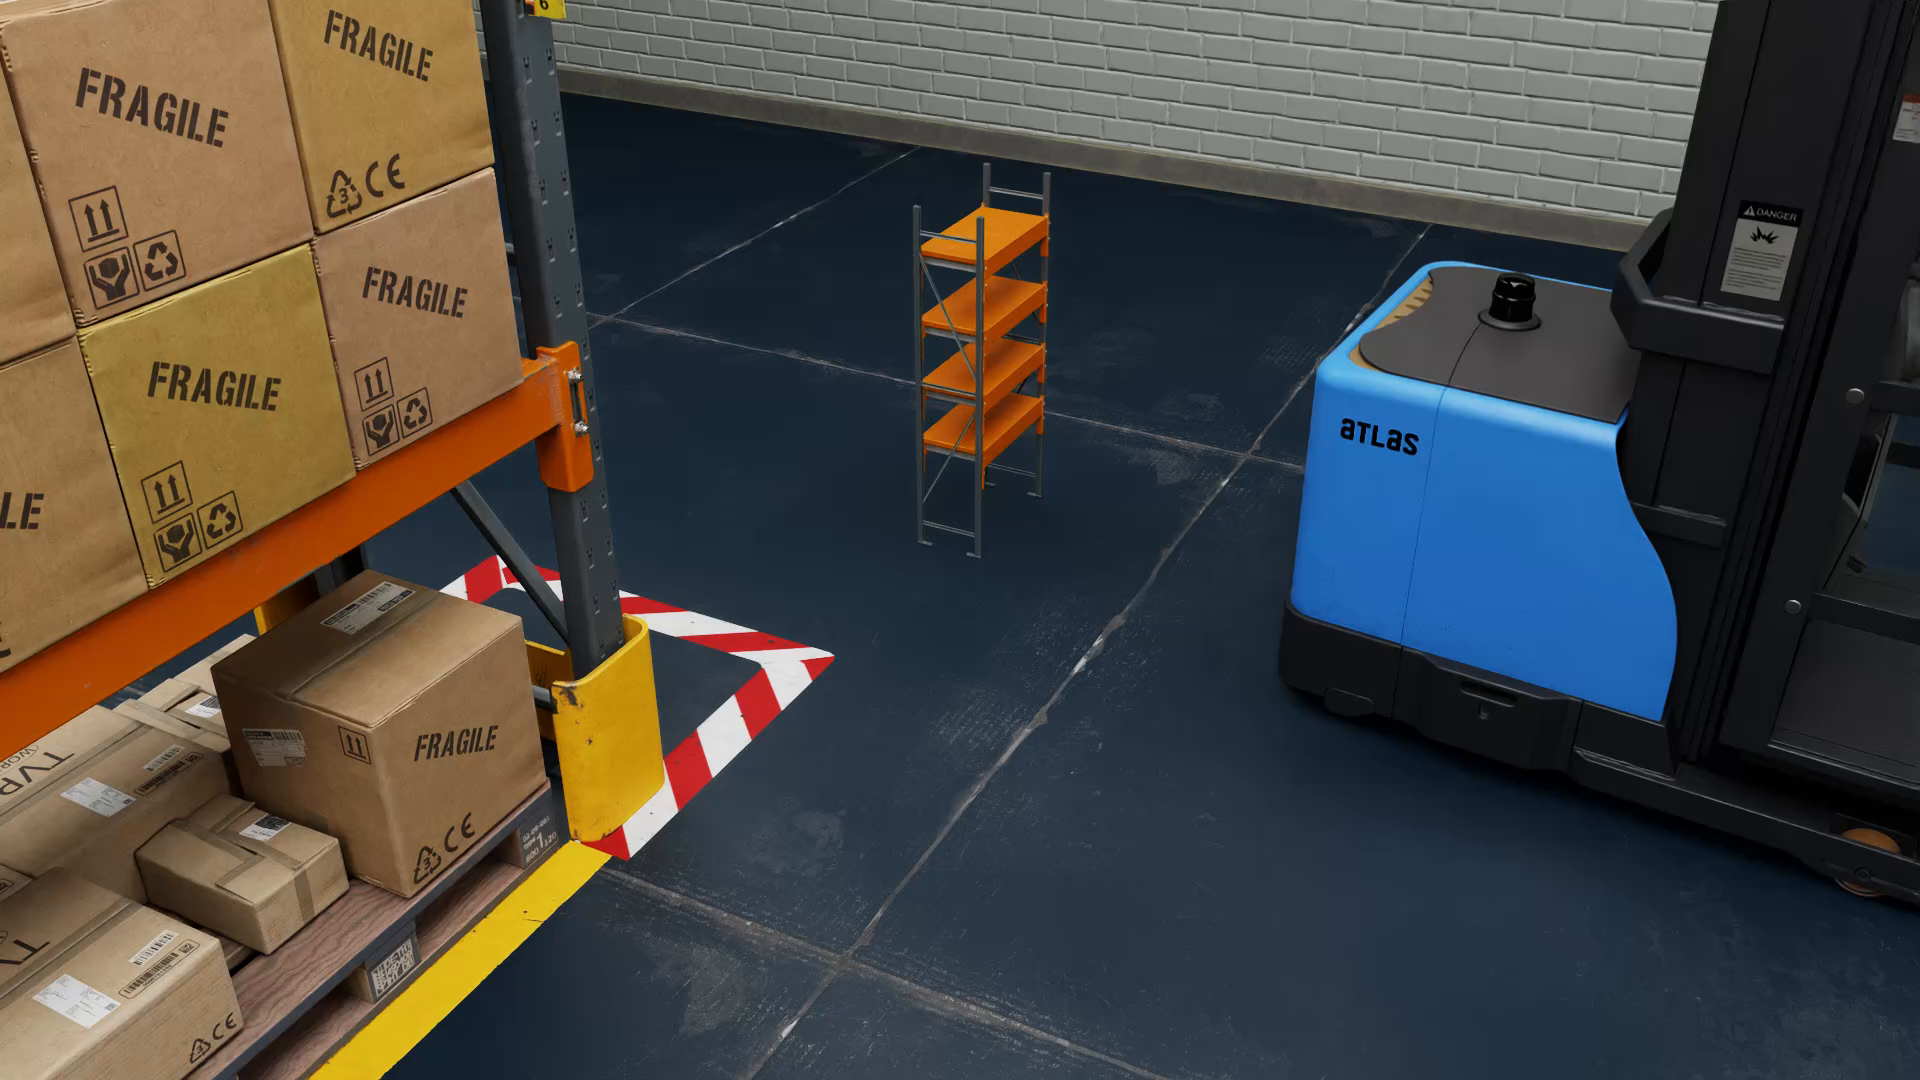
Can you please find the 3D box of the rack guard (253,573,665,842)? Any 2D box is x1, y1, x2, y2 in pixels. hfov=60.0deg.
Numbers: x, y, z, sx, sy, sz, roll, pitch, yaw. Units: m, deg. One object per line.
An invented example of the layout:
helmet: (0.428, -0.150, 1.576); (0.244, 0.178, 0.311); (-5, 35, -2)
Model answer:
rack guard: (-1.390, 0.379, 4.587); (1.175, 0.500, 0.348); (14, 33, 23)

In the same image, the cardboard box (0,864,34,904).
cardboard box: (-2.312, 0.883, 3.519); (0.500, 0.250, 0.500); (14, 33, 23)

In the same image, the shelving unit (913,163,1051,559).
shelving unit: (0.075, -0.594, 5.579); (0.258, 1.200, 0.503); (14, 33, 23)

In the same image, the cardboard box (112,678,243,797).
cardboard box: (-1.966, 0.518, 4.239); (0.380, 0.166, 0.250); (14, 33, 23)

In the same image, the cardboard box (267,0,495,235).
cardboard box: (-1.314, -0.955, 3.297); (0.500, 0.500, 0.500); (14, 33, 23)

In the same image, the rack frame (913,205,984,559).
rack frame: (-0.036, -0.486, 5.391); (0.240, 1.200, 0.015); (14, 33, 23)

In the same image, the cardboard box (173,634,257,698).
cardboard box: (-1.853, 0.415, 4.436); (0.380, 0.149, 0.250); (14, 33, 23)

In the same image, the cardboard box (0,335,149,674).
cardboard box: (-1.783, -0.071, 2.760); (0.500, 0.500, 0.500); (15, 33, 24)

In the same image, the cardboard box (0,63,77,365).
cardboard box: (-1.775, -0.500, 2.505); (0.500, 0.500, 0.500); (15, 33, 25)

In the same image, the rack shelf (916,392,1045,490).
rack shelf: (0.075, -0.363, 5.711); (0.258, 0.148, 0.480); (14, 33, 23)

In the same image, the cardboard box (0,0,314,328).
cardboard box: (-1.543, -0.731, 2.907); (0.500, 0.500, 0.500); (15, 33, 25)

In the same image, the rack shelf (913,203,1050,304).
rack shelf: (0.075, -0.934, 5.383); (0.258, 0.148, 0.480); (14, 33, 23)

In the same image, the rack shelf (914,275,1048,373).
rack shelf: (0.075, -0.729, 5.501); (0.258, 0.148, 0.480); (14, 33, 23)

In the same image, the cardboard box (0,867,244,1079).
cardboard box: (-1.844, 0.975, 3.360); (0.500, 0.250, 0.500); (14, 33, 23)

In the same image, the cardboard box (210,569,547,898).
cardboard box: (-1.384, 0.452, 4.019); (0.500, 0.500, 0.500); (14, 33, 23)

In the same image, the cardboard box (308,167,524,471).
cardboard box: (-1.318, -0.521, 3.545); (0.500, 0.500, 0.500); (15, 33, 25)

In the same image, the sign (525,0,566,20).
sign: (-0.871, -1.243, 3.422); (0.100, 0.325, 0.005); (14, 33, 23)

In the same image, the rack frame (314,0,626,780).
rack frame: (-1.356, -0.738, 4.023); (1.000, 3.000, 0.127); (14, 33, 23)

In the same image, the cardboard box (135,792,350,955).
cardboard box: (-1.649, 0.756, 3.825); (0.380, 0.166, 0.250); (14, 33, 23)

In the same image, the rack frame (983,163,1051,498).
rack frame: (0.187, -0.702, 5.767); (0.240, 1.200, 0.015); (14, 33, 23)

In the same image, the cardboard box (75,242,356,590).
cardboard box: (-1.551, -0.290, 3.143); (0.500, 0.500, 0.500); (15, 33, 24)

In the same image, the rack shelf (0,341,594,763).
rack shelf: (-2.267, 0.460, 2.659); (1.077, 0.370, 4.000); (14, 33, 23)

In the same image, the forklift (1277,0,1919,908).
forklift: (2.466, -0.627, 3.899); (3.031, 2.935, 1.130); (17, 34, 27)

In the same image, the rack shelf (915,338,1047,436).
rack shelf: (0.075, -0.535, 5.612); (0.258, 0.148, 0.480); (14, 33, 23)

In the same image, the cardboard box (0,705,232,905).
cardboard box: (-2.084, 0.662, 3.905); (0.500, 0.250, 0.500); (14, 33, 23)

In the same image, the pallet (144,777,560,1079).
pallet: (-1.753, 0.859, 4.043); (1.003, 0.211, 1.213); (14, 33, 23)
